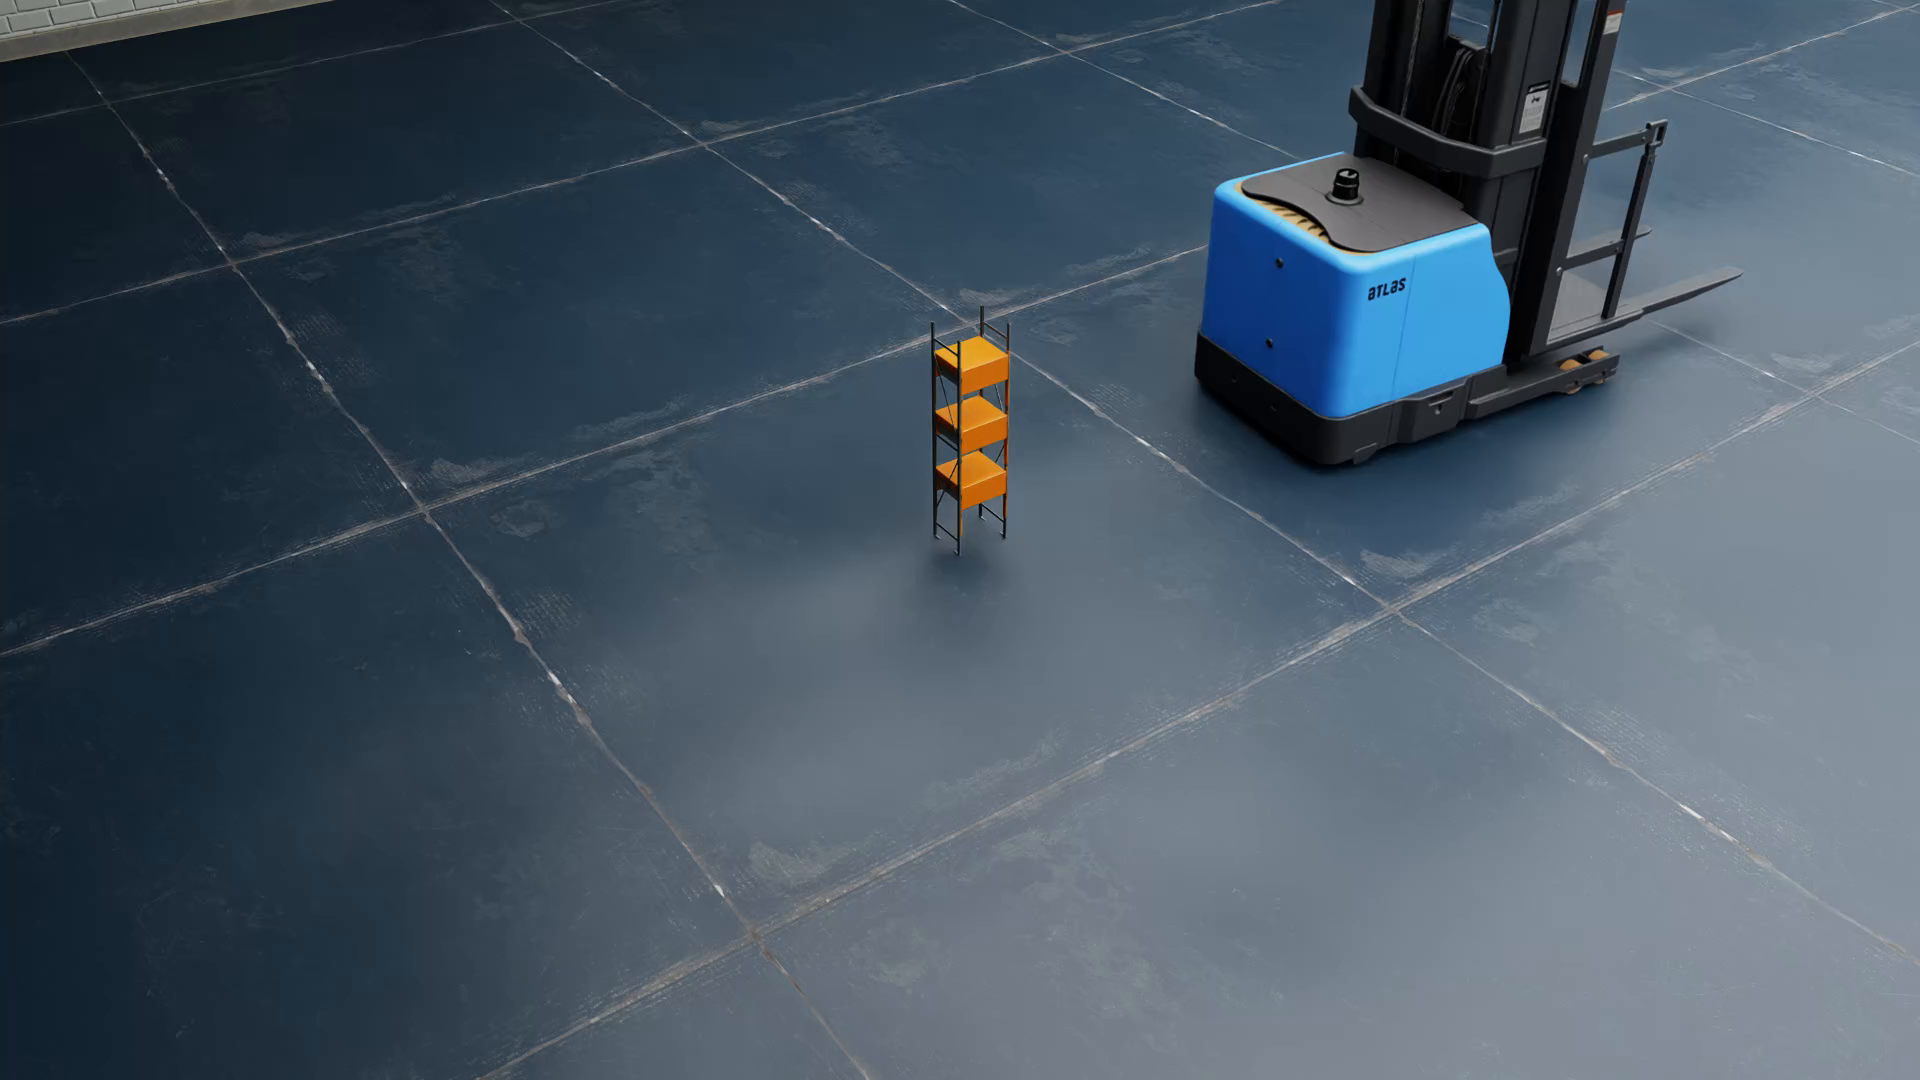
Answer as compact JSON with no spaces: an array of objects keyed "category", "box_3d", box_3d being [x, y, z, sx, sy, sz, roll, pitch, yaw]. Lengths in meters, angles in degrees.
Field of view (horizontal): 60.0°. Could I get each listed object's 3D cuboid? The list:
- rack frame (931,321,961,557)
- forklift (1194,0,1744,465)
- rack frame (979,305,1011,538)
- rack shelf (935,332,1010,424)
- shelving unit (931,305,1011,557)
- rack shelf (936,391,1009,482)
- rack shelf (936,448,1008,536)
[{"category":"rack frame","box_3d":[-0.056,-0.403,6.911,0.008,1.050,0.200,-22,41,-28]},{"category":"forklift","box_3d":[2.699,-2.163,7.747,3.031,2.935,1.130,-19,40,-24]},{"category":"rack frame","box_3d":[0.143,-0.485,7.026,0.008,1.050,0.200,-22,41,-28]},{"category":"rack shelf","box_3d":[0.044,-0.666,6.809,0.240,0.259,0.215,-22,41,-28]},{"category":"shelving unit","box_3d":[0.044,-0.444,6.968,0.252,1.050,0.215,-22,41,-28]},{"category":"rack shelf","box_3d":[0.044,-0.436,6.975,0.240,0.259,0.215,-22,41,-28]},{"category":"rack shelf","box_3d":[0.044,-0.210,7.137,0.240,0.259,0.215,-22,41,-28]}]
